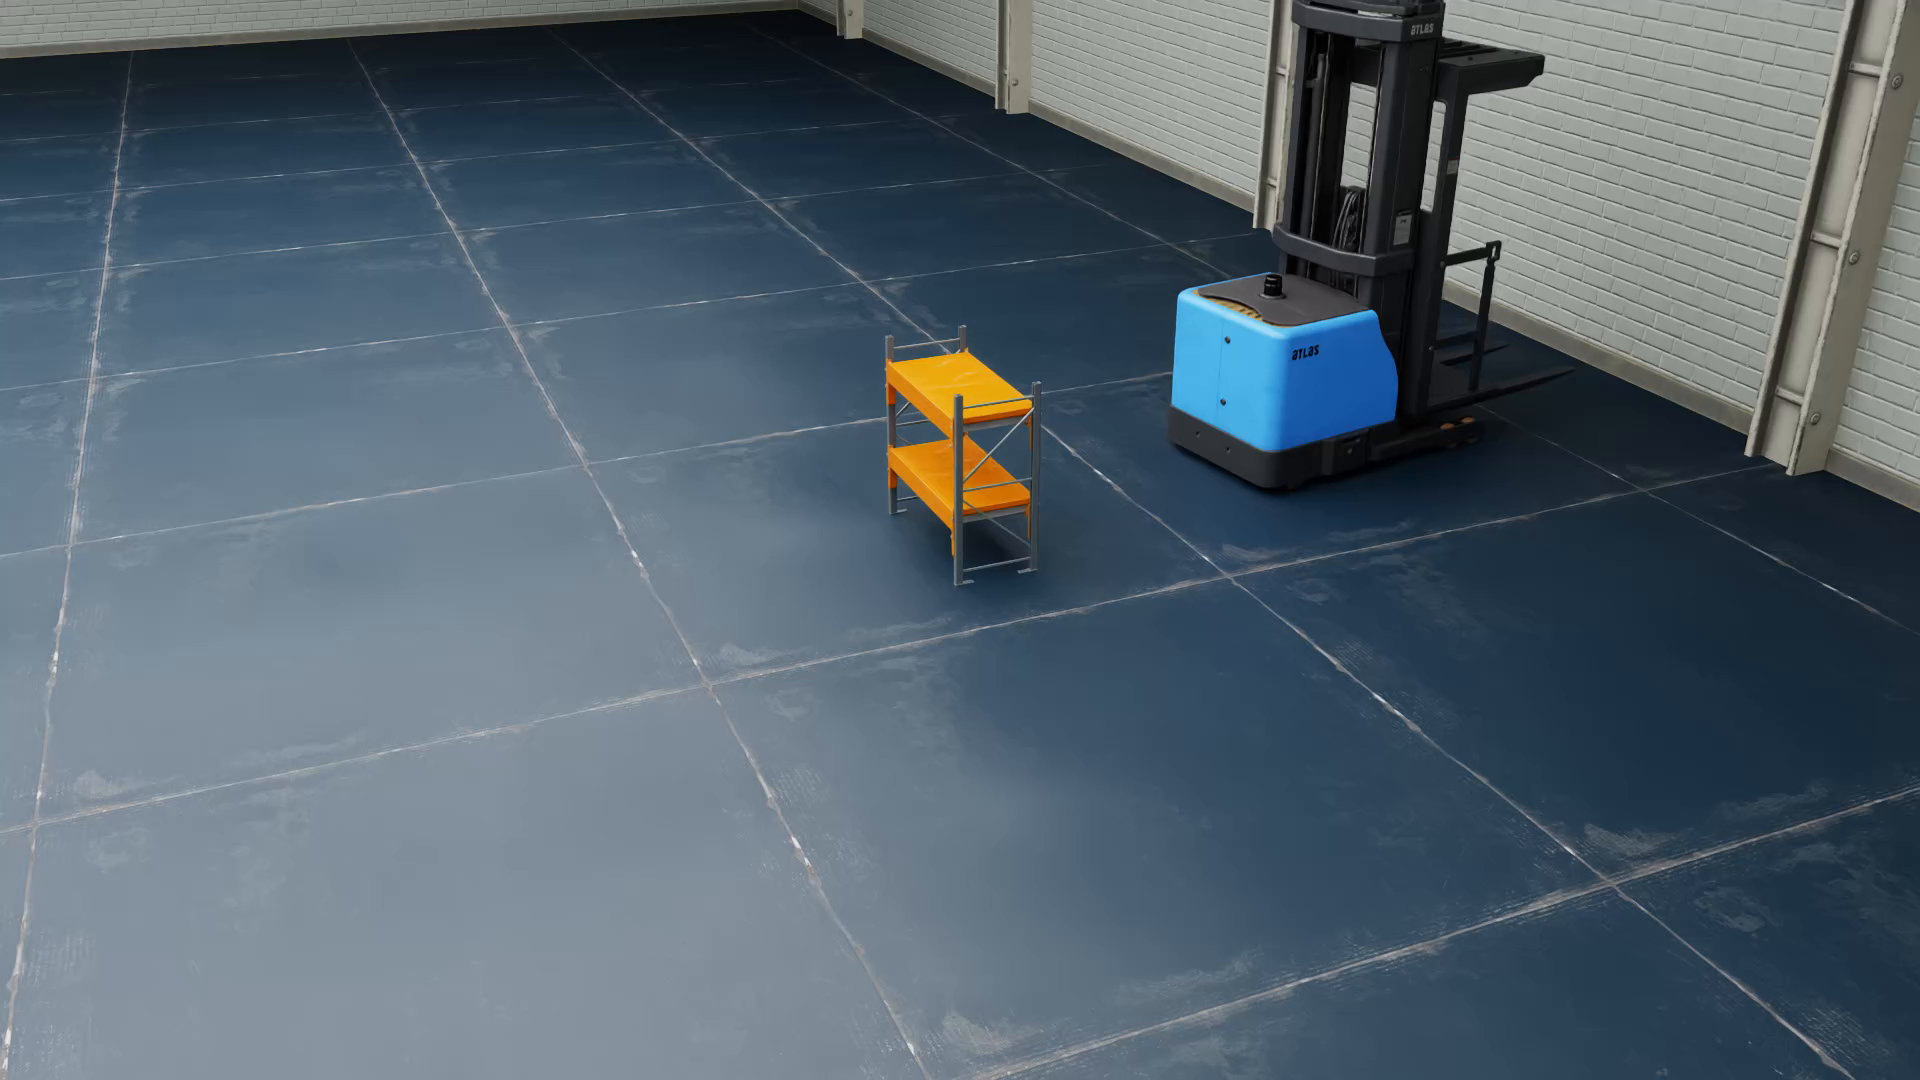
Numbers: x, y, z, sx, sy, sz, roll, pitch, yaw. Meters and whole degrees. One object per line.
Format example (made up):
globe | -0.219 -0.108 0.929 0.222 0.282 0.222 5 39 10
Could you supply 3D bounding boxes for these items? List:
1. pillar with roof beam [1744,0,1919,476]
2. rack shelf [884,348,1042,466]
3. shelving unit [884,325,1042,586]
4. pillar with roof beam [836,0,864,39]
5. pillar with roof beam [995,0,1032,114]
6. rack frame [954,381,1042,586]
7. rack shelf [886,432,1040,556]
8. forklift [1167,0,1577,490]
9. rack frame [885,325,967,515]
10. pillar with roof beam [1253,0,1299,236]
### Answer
pillar with roof beam | 1.398 -3.816 7.309 9.100 9.000 0.400 -11 28 -21
rack shelf | 0.003 -0.766 9.369 0.538 0.278 1.000 -11 28 -21
shelving unit | 0.003 -0.503 9.498 0.538 1.125 1.048 -11 28 -21
pillar with roof beam | -5.651 -11.083 22.192 9.100 9.000 0.400 -11 28 -21
pillar with roof beam | -3.302 -8.660 17.231 9.100 9.000 0.400 -11 28 -21
rack frame | 0.202 -0.298 9.077 0.500 1.125 0.032 -11 28 -21
rack shelf | 0.003 -0.283 9.605 0.538 0.278 1.000 -11 28 -21
forklift | 2.889 -2.101 10.712 3.031 2.935 1.130 -15 30 -28
rack frame | -0.196 -0.708 9.918 0.500 1.125 0.032 -11 28 -21
pillar with roof beam | -0.952 -6.238 12.270 9.100 9.000 0.400 -11 28 -21
